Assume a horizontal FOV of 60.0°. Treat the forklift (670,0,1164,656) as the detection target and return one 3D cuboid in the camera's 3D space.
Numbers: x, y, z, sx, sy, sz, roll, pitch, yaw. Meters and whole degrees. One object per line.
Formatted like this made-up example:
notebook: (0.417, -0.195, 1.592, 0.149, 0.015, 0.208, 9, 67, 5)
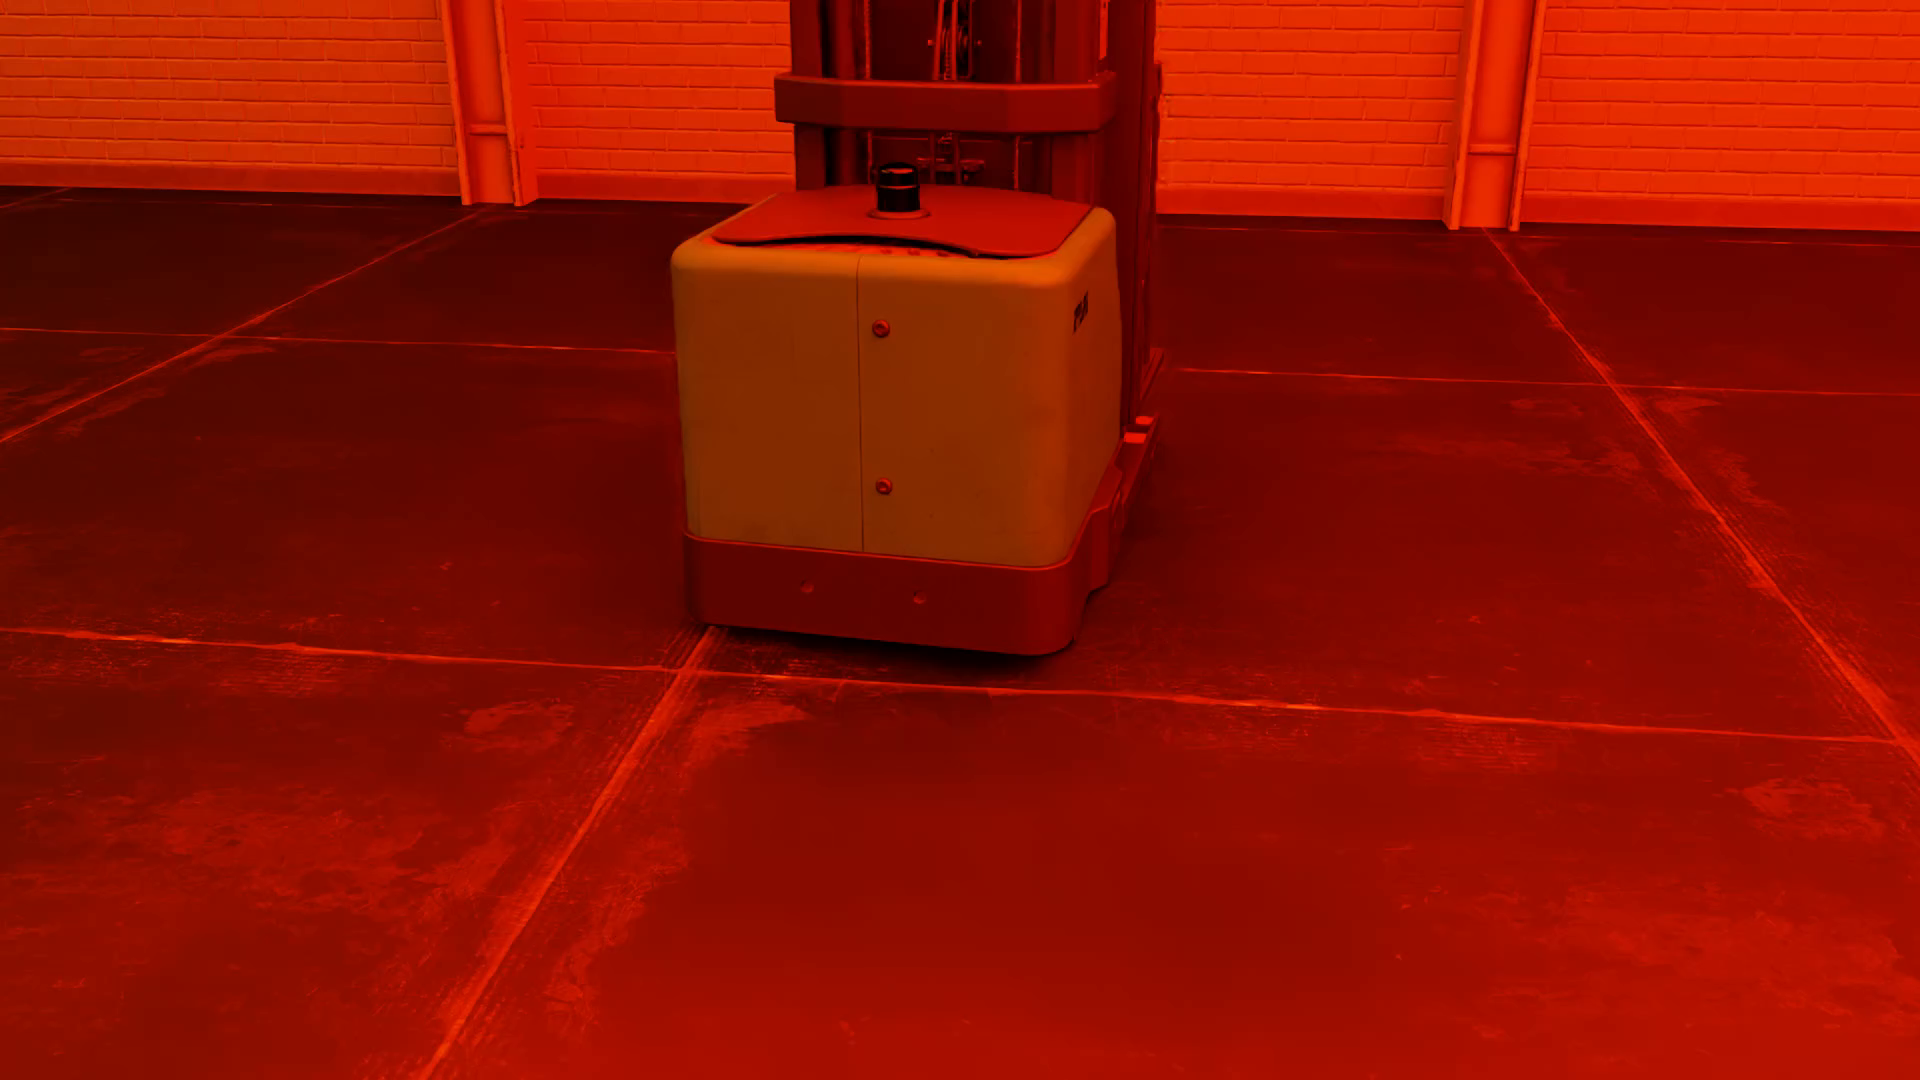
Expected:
forklift: (0.091, -1.584, 5.187, 1.130, 2.935, 3.031, 5, 22, 12)
